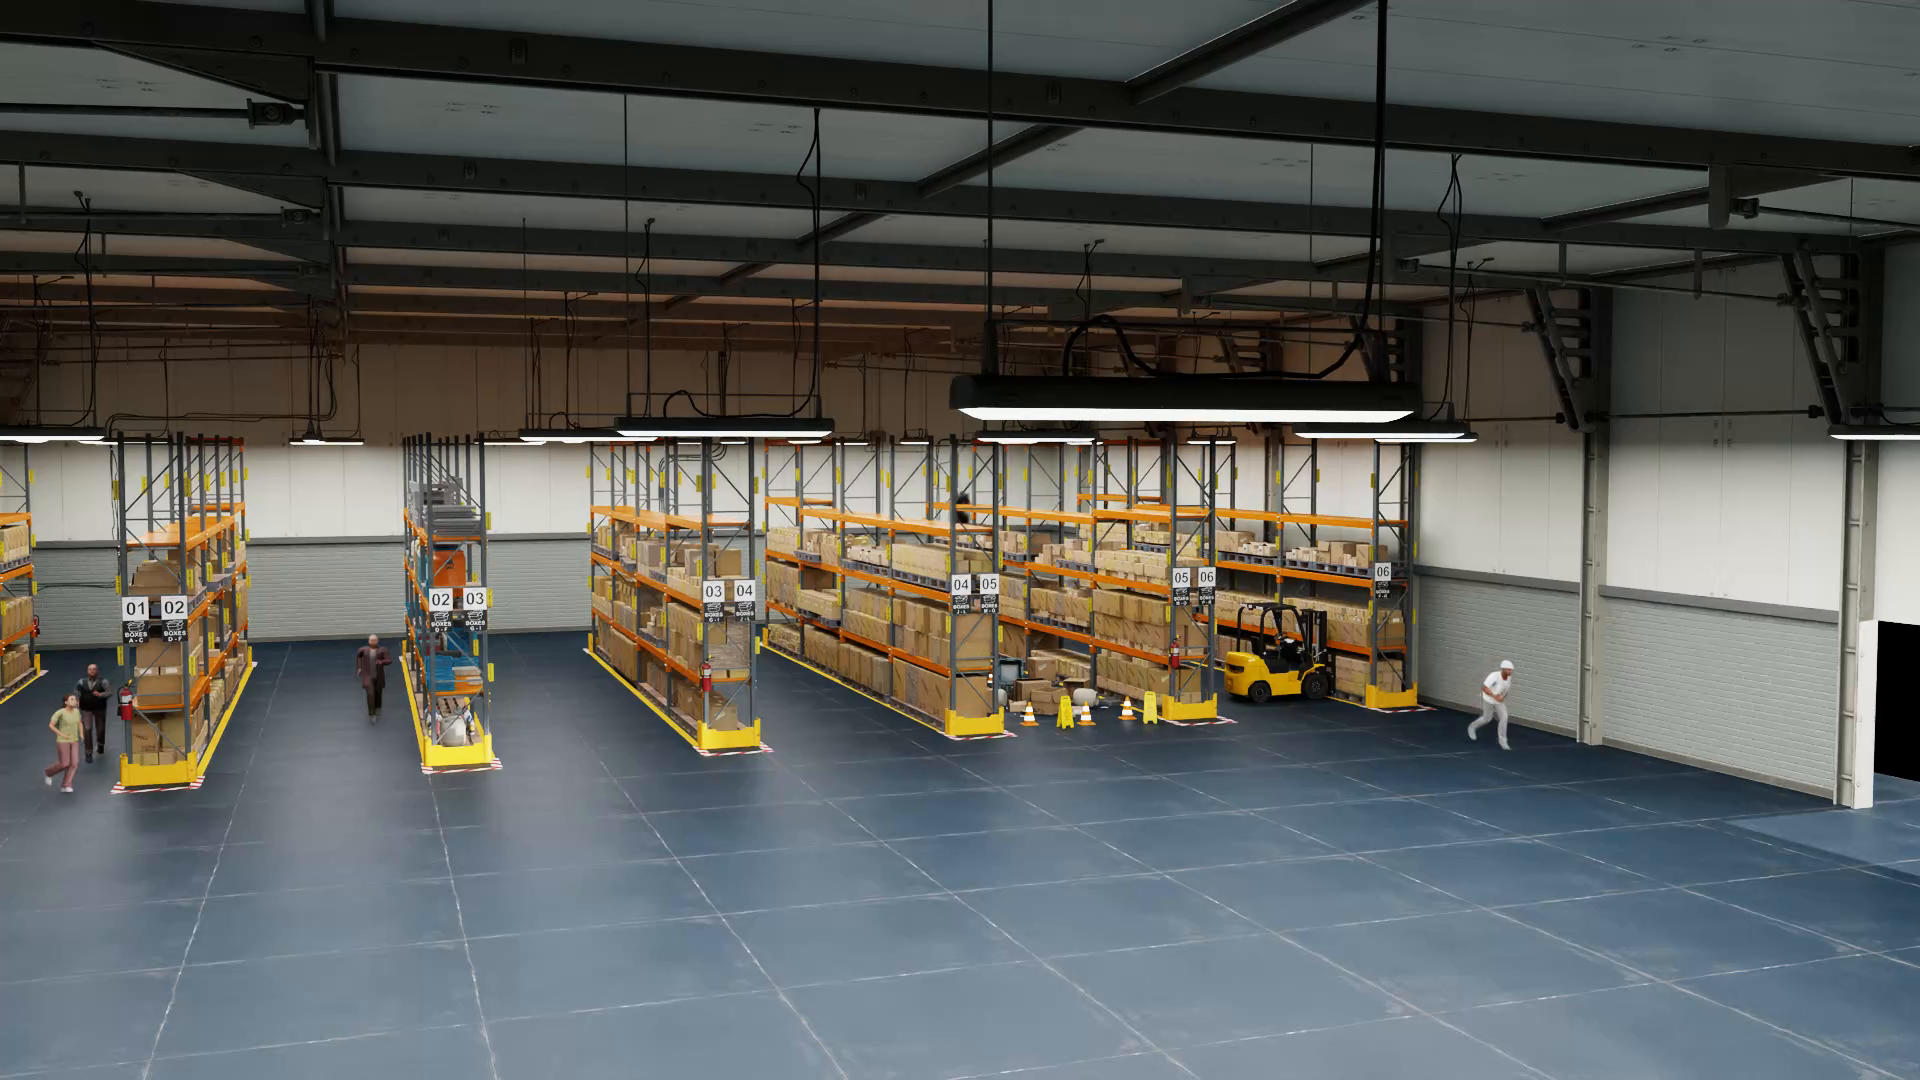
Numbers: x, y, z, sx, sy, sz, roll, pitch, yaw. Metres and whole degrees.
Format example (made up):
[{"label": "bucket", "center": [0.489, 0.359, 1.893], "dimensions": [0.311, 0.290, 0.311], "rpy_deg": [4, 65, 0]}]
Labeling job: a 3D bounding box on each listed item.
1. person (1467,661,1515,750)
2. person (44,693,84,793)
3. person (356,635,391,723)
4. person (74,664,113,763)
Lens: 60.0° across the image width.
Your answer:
[{"label": "person", "center": [10.197, 3.130, 31.926], "dimensions": [0.741, 1.715, 1.055], "rpy_deg": [-2, 4, -35]}, {"label": "person", "center": [-14.926, 3.365, 27.791], "dimensions": [0.690, 1.622, 0.613], "rpy_deg": [1, 3, 24]}, {"label": "person", "center": [-12.270, 2.869, 34.832], "dimensions": [0.690, 1.788, 1.047], "rpy_deg": [-1, 3, -20]}, {"label": "person", "center": [-15.902, 3.149, 30.517], "dimensions": [0.644, 1.735, 0.921], "rpy_deg": [-1, 3, -25]}]
